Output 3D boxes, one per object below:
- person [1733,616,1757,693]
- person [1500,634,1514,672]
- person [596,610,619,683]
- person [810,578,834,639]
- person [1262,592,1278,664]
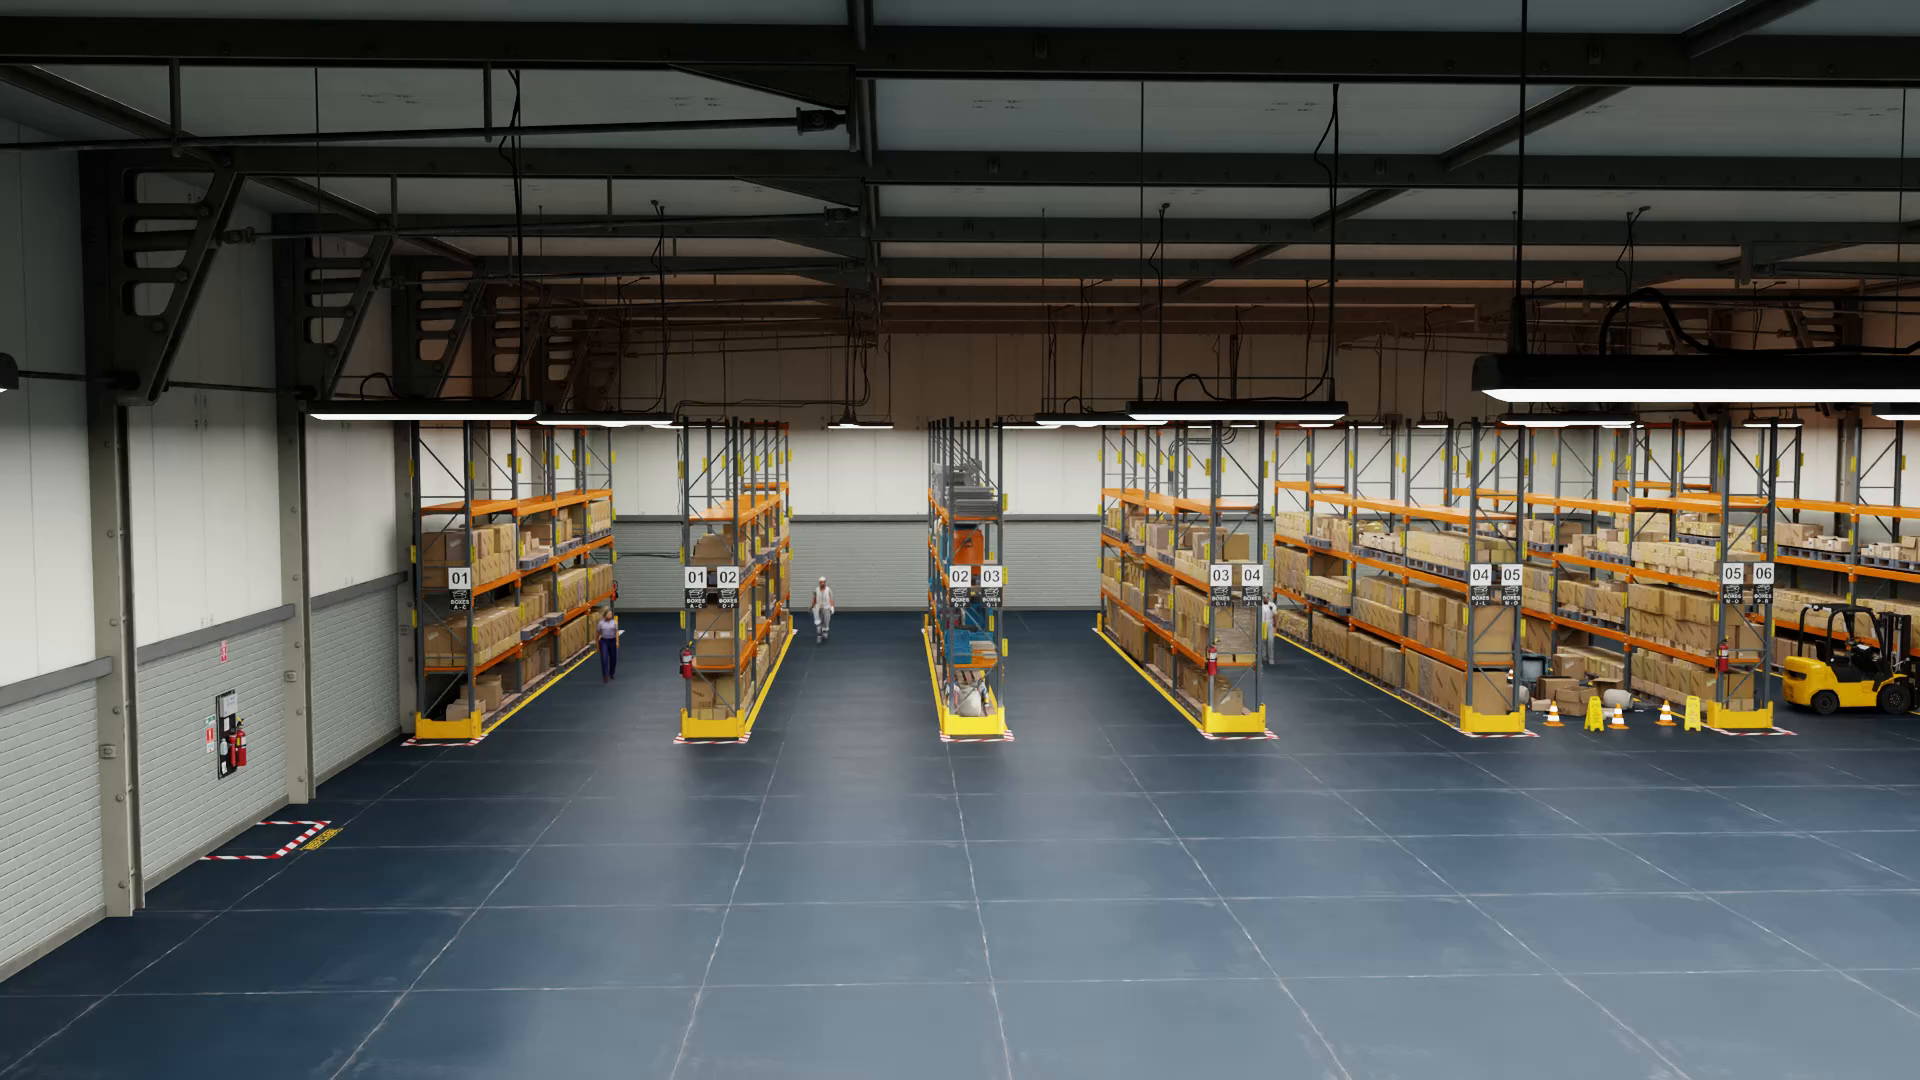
[{"bbox_3d":[17.032,2.508,36.190,0.567,1.722,0.521,0,4,2],"label":"person"},{"bbox_3d":[12.764,2.434,38.550,0.381,1.608,0.749,-1,4,-14],"label":"person"},{"bbox_3d":[-8.065,2.441,38.295,0.506,1.635,0.692,-2,4,-31],"label":"person"},{"bbox_3d":[-3.743,1.881,45.179,0.665,1.703,1.099,0,4,-1],"label":"person"},{"bbox_3d":[7.570,2.151,41.209,0.562,1.721,0.922,1,4,20],"label":"person"}]
